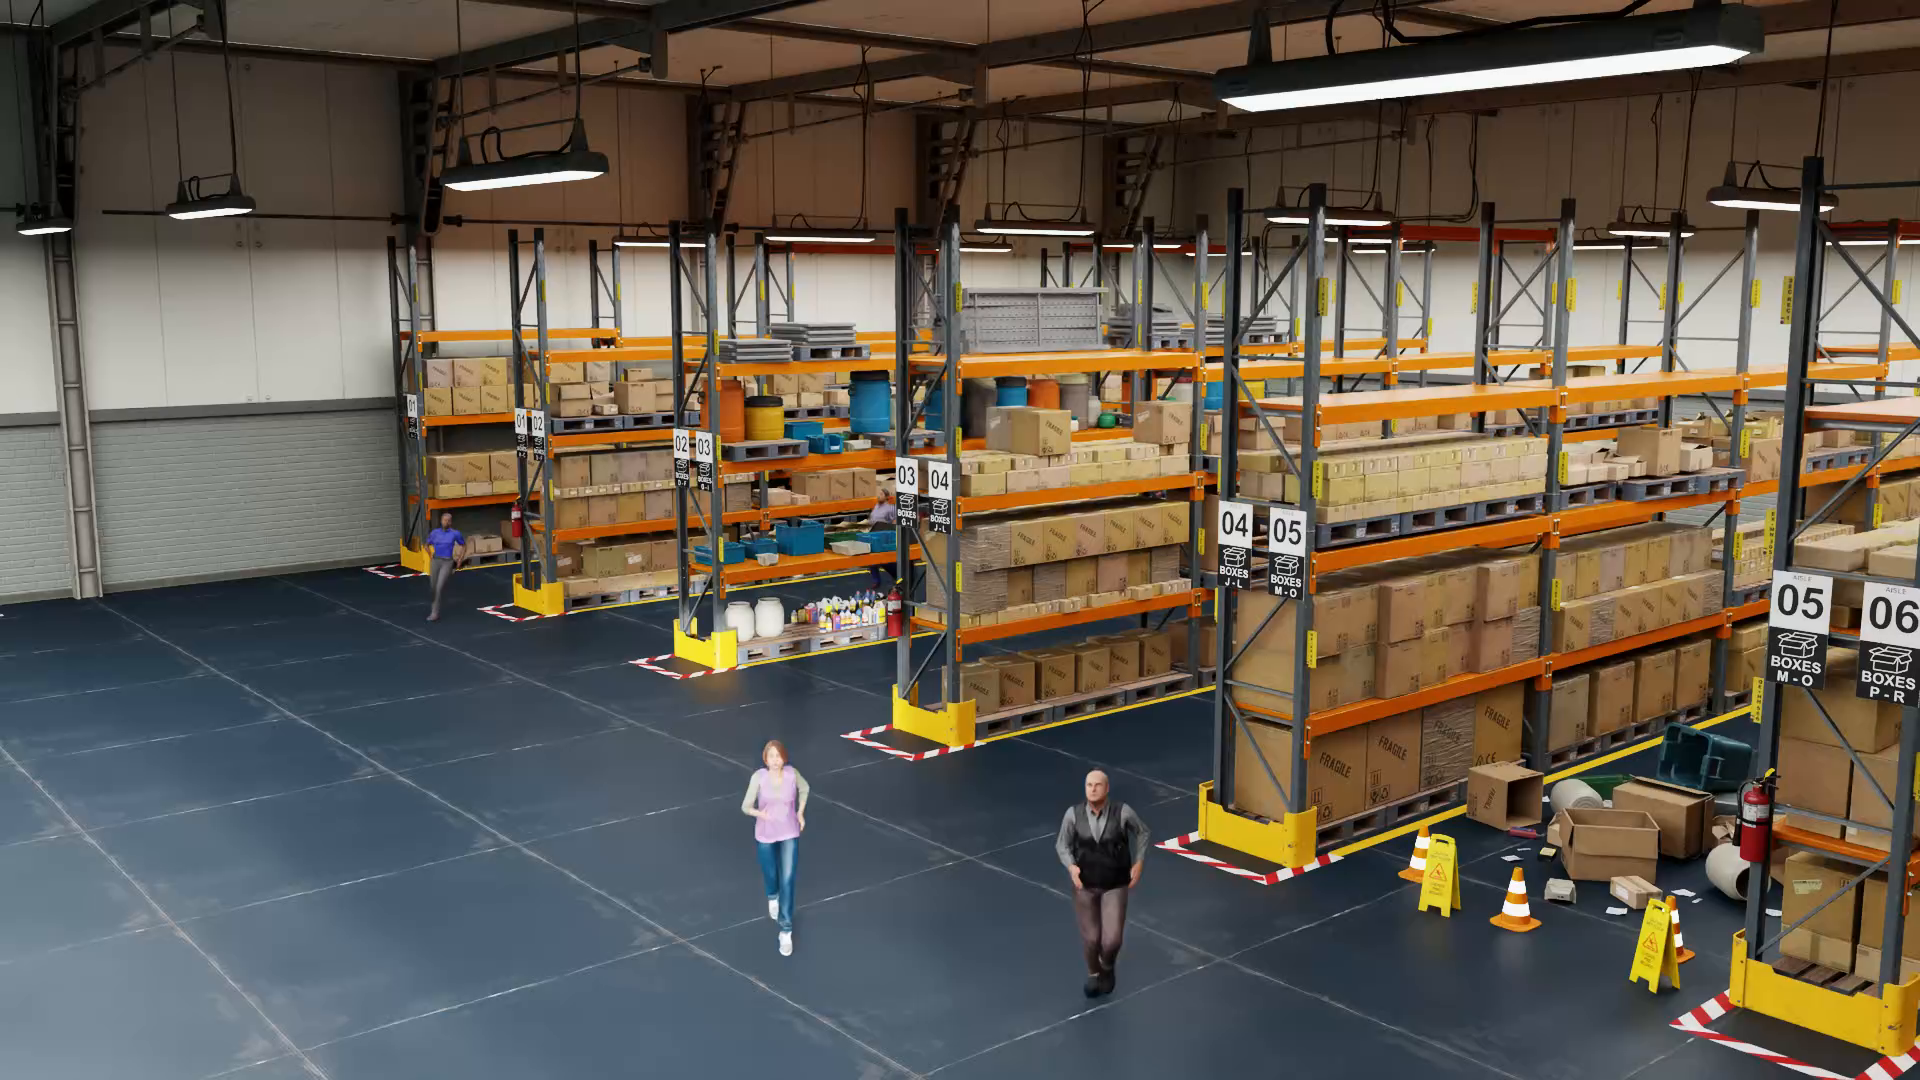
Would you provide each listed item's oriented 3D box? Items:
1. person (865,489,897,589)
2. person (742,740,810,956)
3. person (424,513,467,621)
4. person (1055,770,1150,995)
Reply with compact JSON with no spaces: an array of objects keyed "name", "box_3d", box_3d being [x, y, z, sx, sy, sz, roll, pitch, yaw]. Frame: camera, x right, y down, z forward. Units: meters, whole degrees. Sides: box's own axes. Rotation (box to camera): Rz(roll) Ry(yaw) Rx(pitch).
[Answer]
[{"name":"person","box_3d":[-1.249,-0.018,26.775,0.613,1.626,0.633,8,12,43]},{"name":"person","box_3d":[-1.448,2.356,13.128,0.535,1.606,0.851,-1,9,-6]},{"name":"person","box_3d":[-8.024,0.389,25.936,0.649,1.629,0.816,-1,9,-3]},{"name":"person","box_3d":[1.016,2.502,12.029,0.672,1.678,0.592,2,9,11]}]
